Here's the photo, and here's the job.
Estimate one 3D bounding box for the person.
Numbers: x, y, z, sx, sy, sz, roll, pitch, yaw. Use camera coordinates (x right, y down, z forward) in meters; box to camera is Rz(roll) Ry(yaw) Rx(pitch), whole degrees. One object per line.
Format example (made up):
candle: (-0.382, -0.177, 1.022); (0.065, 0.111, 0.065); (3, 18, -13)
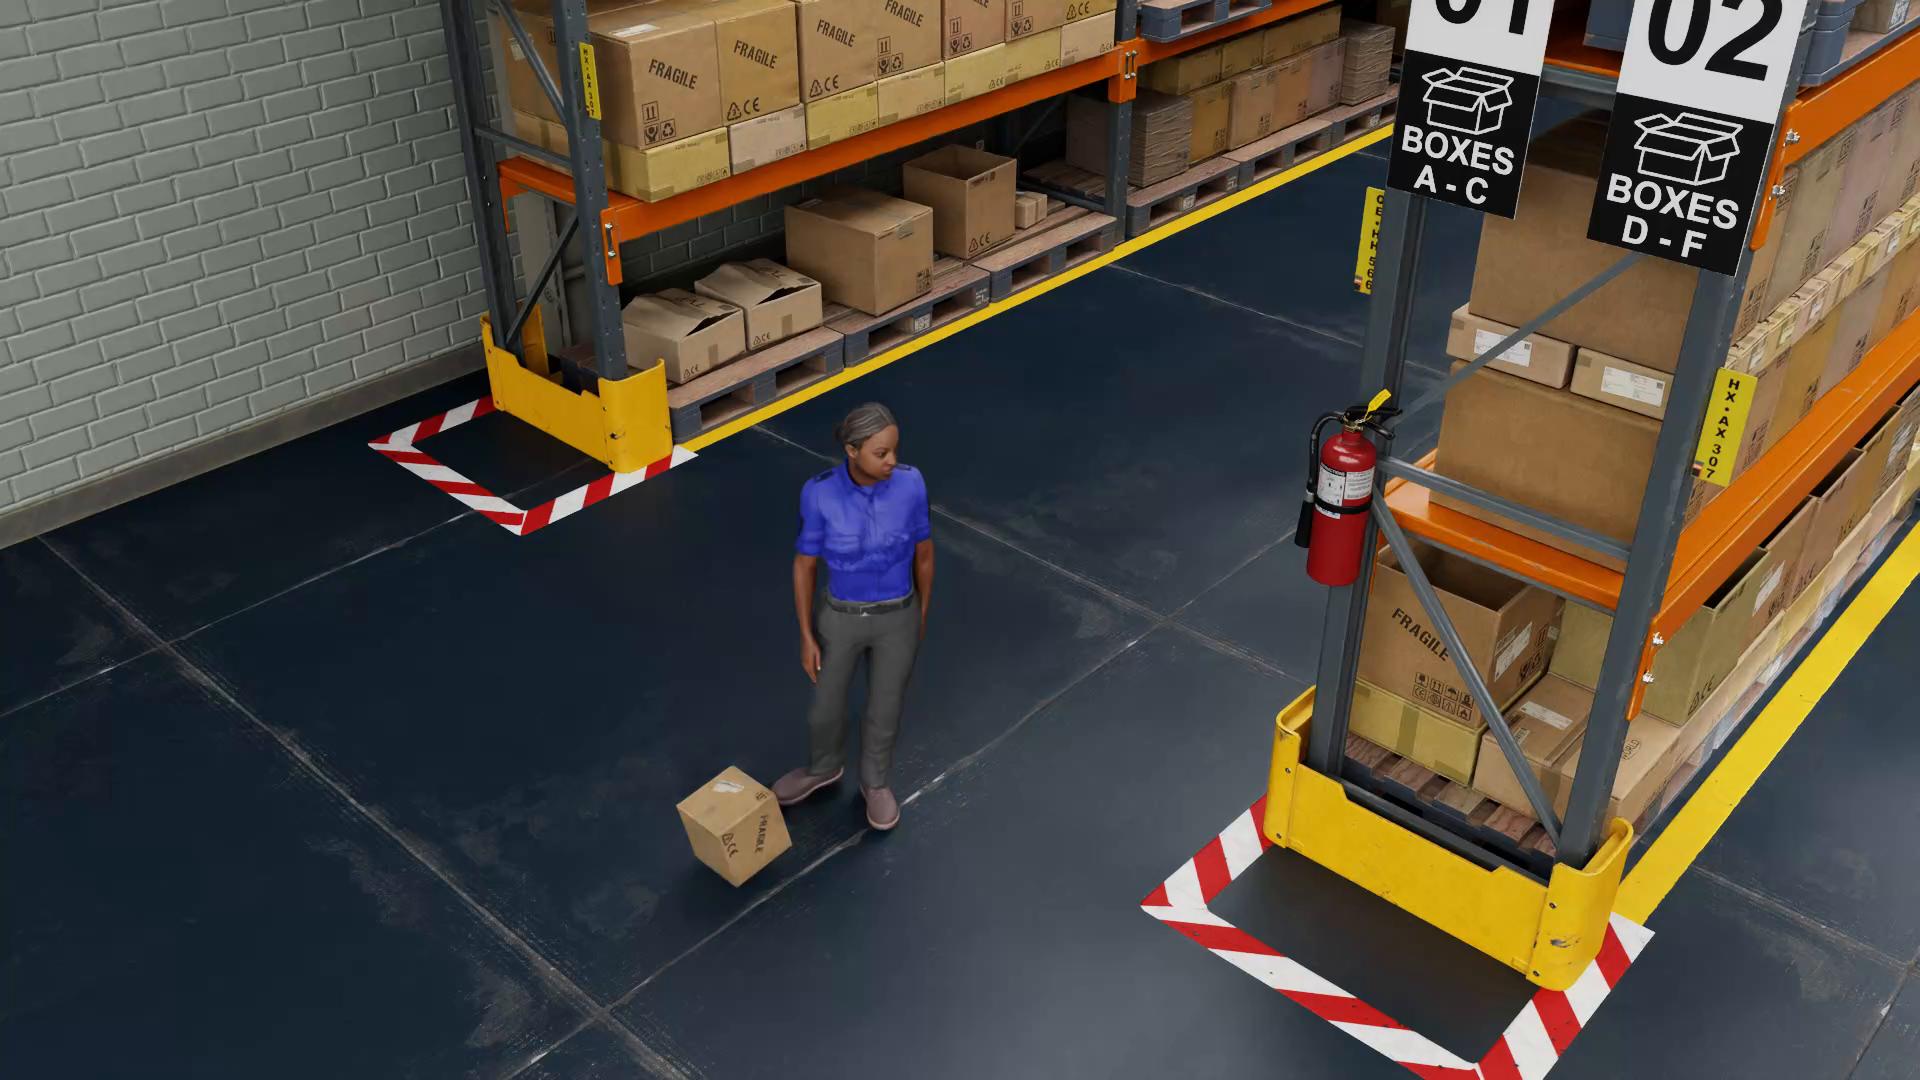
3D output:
person: (-0.386, 0.272, 5.669); (0.613, 1.663, 0.402); (-5, 32, -8)
